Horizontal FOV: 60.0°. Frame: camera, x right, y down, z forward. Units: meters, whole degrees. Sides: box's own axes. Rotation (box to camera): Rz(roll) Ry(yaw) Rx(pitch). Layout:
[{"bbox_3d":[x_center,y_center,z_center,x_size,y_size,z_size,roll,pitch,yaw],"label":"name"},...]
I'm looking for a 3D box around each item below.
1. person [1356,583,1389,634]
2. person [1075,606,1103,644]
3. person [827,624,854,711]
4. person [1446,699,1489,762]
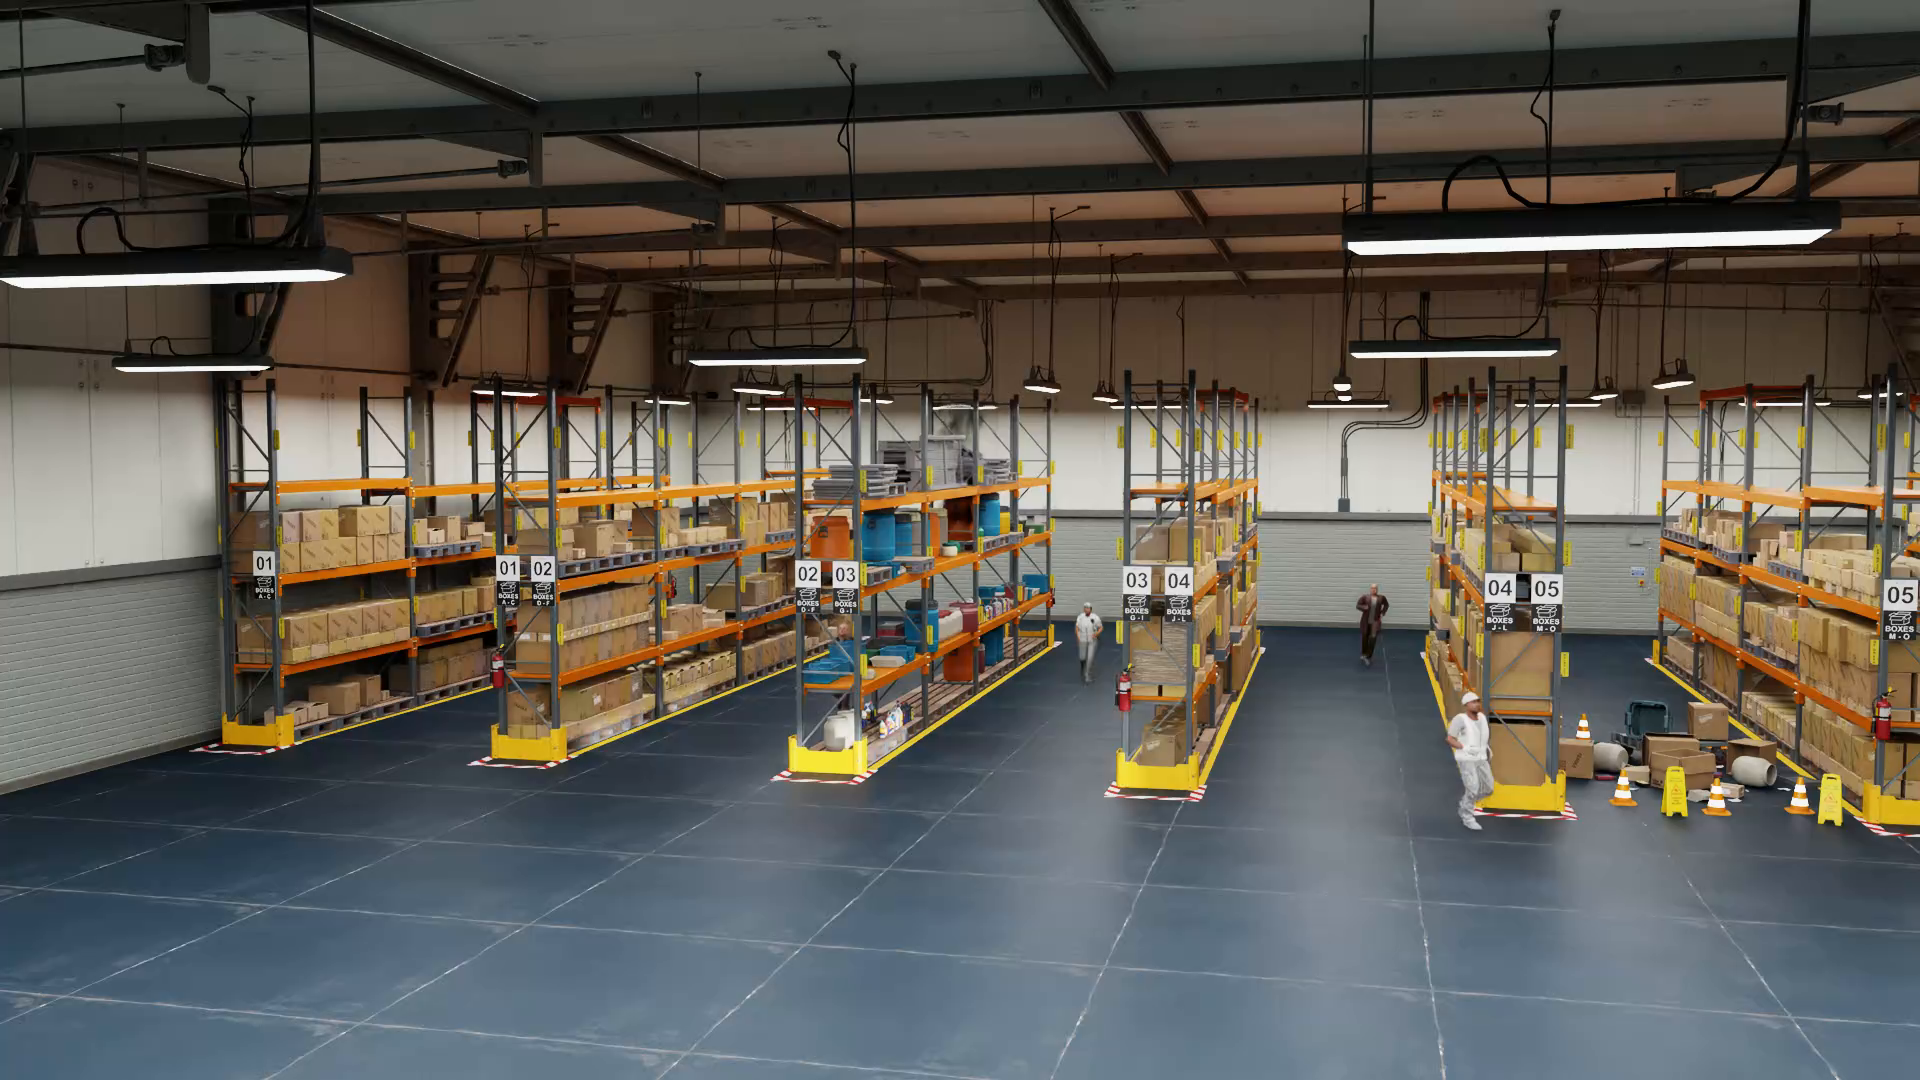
[{"bbox_3d":[9.210,1.543,37.181,0.706,1.144,0.654,1,4,17],"label":"person"},{"bbox_3d":[2.674,1.744,34.586,0.598,0.839,0.493,1,4,12],"label":"person"},{"bbox_3d":[-2.113,2.357,30.147,0.657,1.670,0.607,1,3,10],"label":"person"},{"bbox_3d":[6.656,2.472,21.443,0.735,0.773,0.497,-2,4,-29],"label":"person"}]
